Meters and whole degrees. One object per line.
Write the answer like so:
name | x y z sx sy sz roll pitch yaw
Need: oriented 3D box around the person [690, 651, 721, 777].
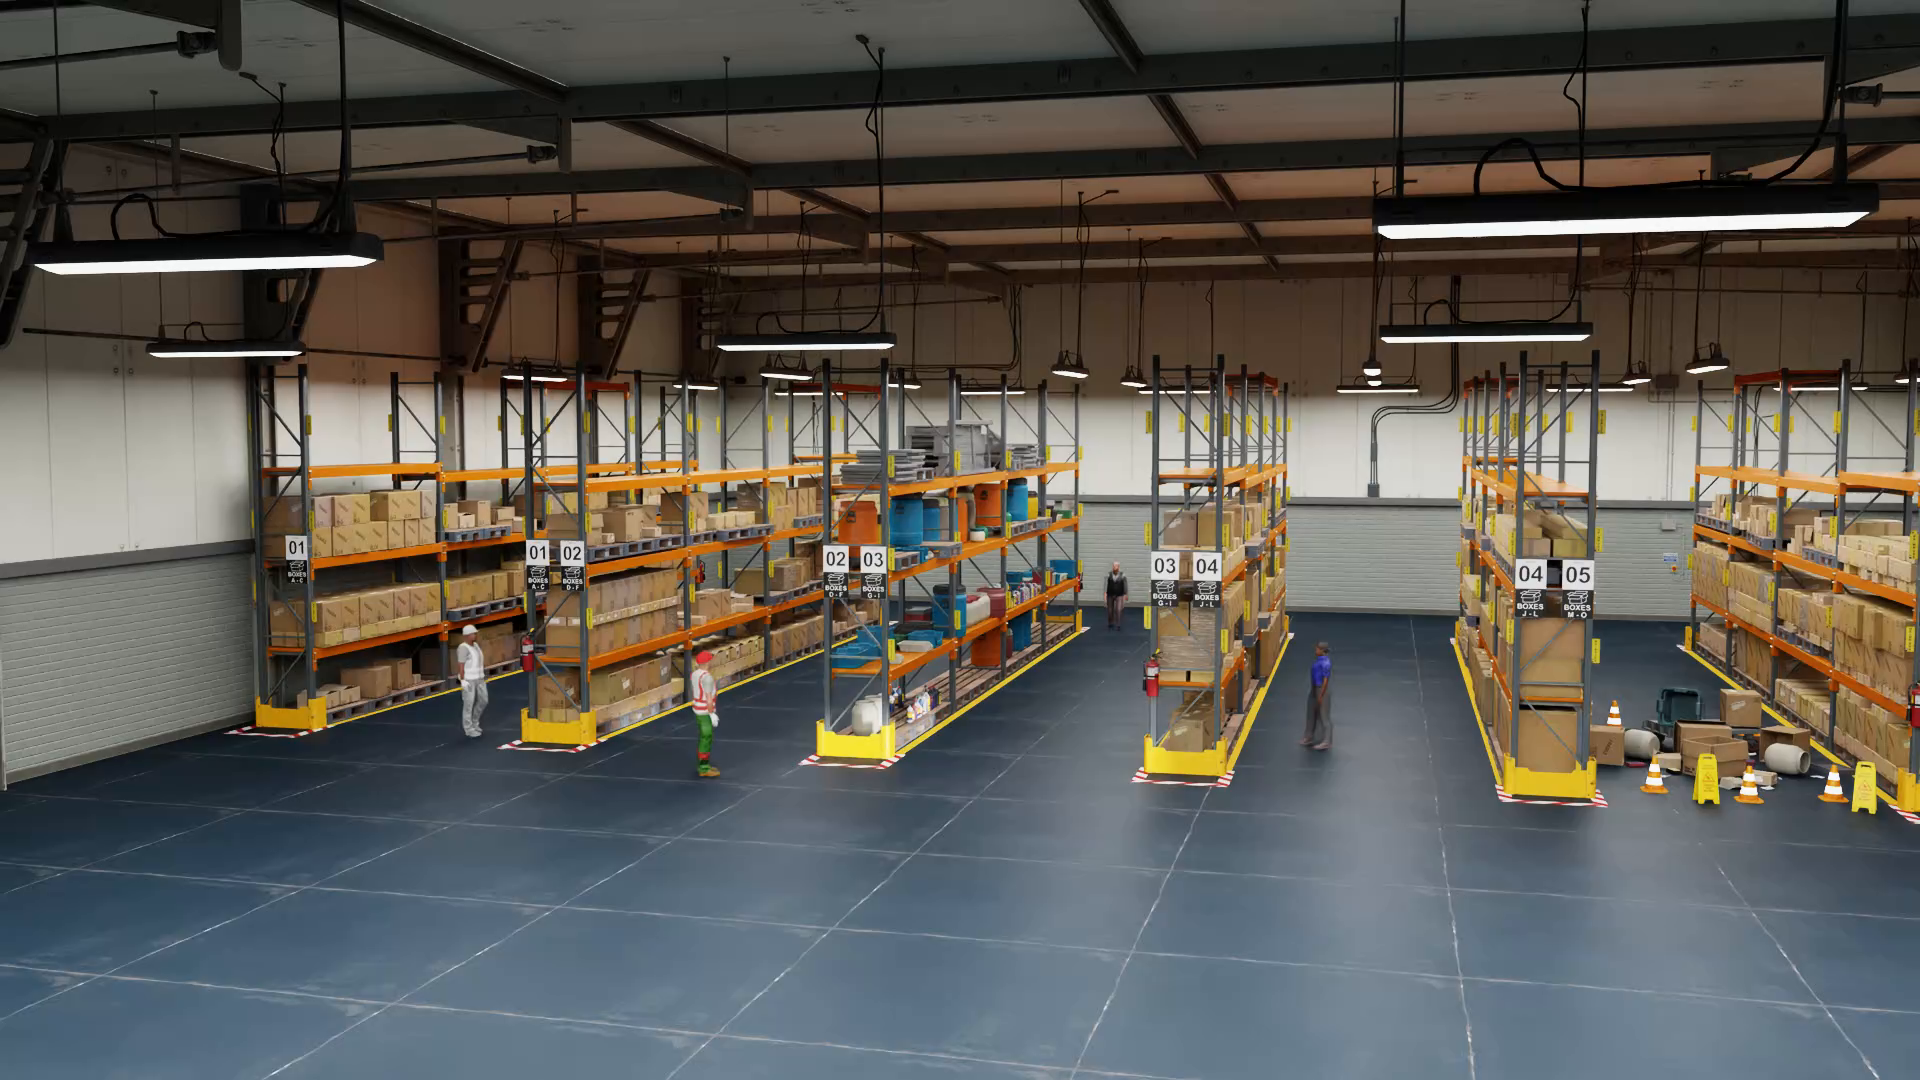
person | -3.635 2.479 23.791 0.415 1.808 0.660 -1 4 -19

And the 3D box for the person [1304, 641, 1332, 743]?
person | 5.578 2.350 25.835 0.313 1.583 0.518 -1 4 -19

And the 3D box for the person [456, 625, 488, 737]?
person | -7.893 2.261 26.883 0.498 1.791 0.633 1 4 21

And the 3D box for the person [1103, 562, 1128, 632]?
person | 3.805 1.363 40.612 0.605 1.679 0.849 0 4 5
